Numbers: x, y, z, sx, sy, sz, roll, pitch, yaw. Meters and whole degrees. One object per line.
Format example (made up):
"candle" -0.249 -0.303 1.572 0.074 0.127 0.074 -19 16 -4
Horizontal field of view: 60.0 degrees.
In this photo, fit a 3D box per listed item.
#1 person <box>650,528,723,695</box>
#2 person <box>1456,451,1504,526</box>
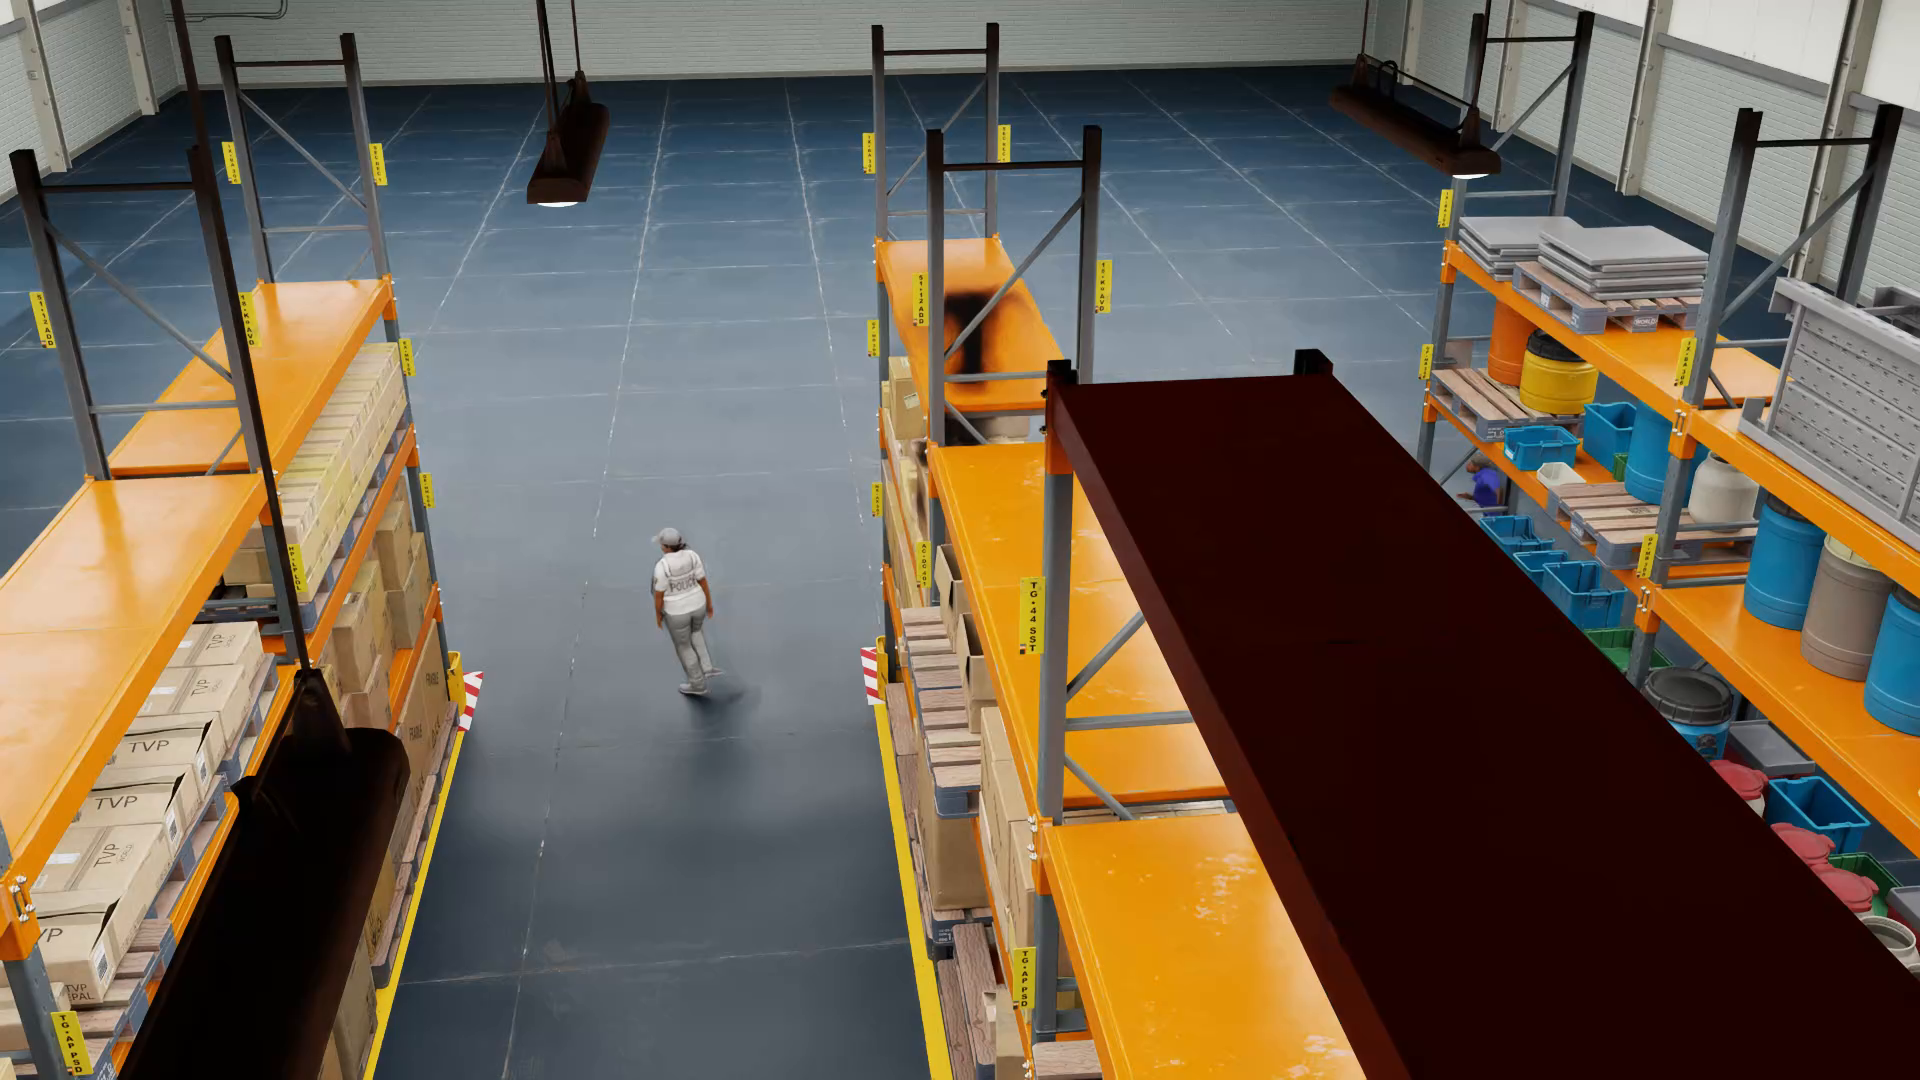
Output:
"person" -2.526 0.634 15.240 0.453 1.658 0.590 23 34 40
"person" 5.482 -0.085 16.933 0.963 1.624 0.597 16 30 30
